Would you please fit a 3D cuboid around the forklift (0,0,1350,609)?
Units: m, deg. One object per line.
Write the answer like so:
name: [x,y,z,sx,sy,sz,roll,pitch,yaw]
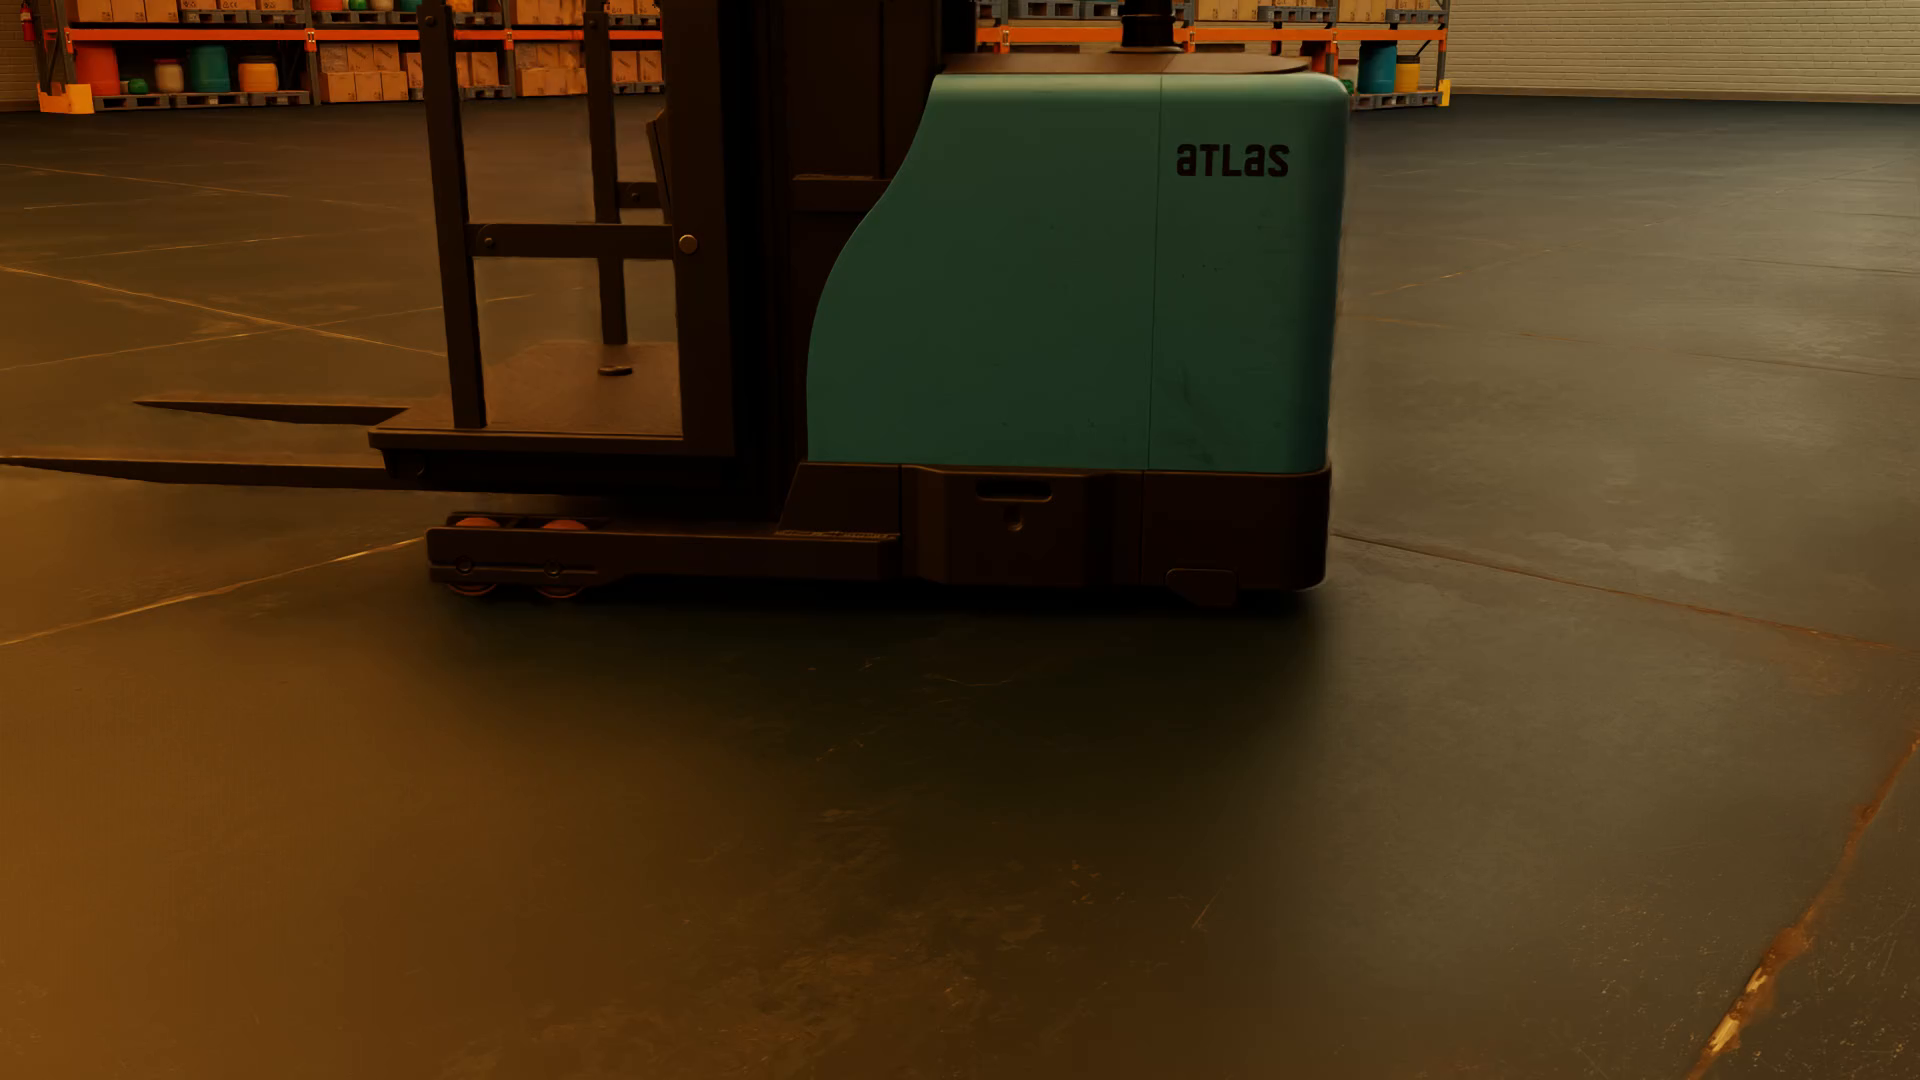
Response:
forklift: [-0.705,-1.427,3.598,3.031,2.935,1.130,2,17,6]
